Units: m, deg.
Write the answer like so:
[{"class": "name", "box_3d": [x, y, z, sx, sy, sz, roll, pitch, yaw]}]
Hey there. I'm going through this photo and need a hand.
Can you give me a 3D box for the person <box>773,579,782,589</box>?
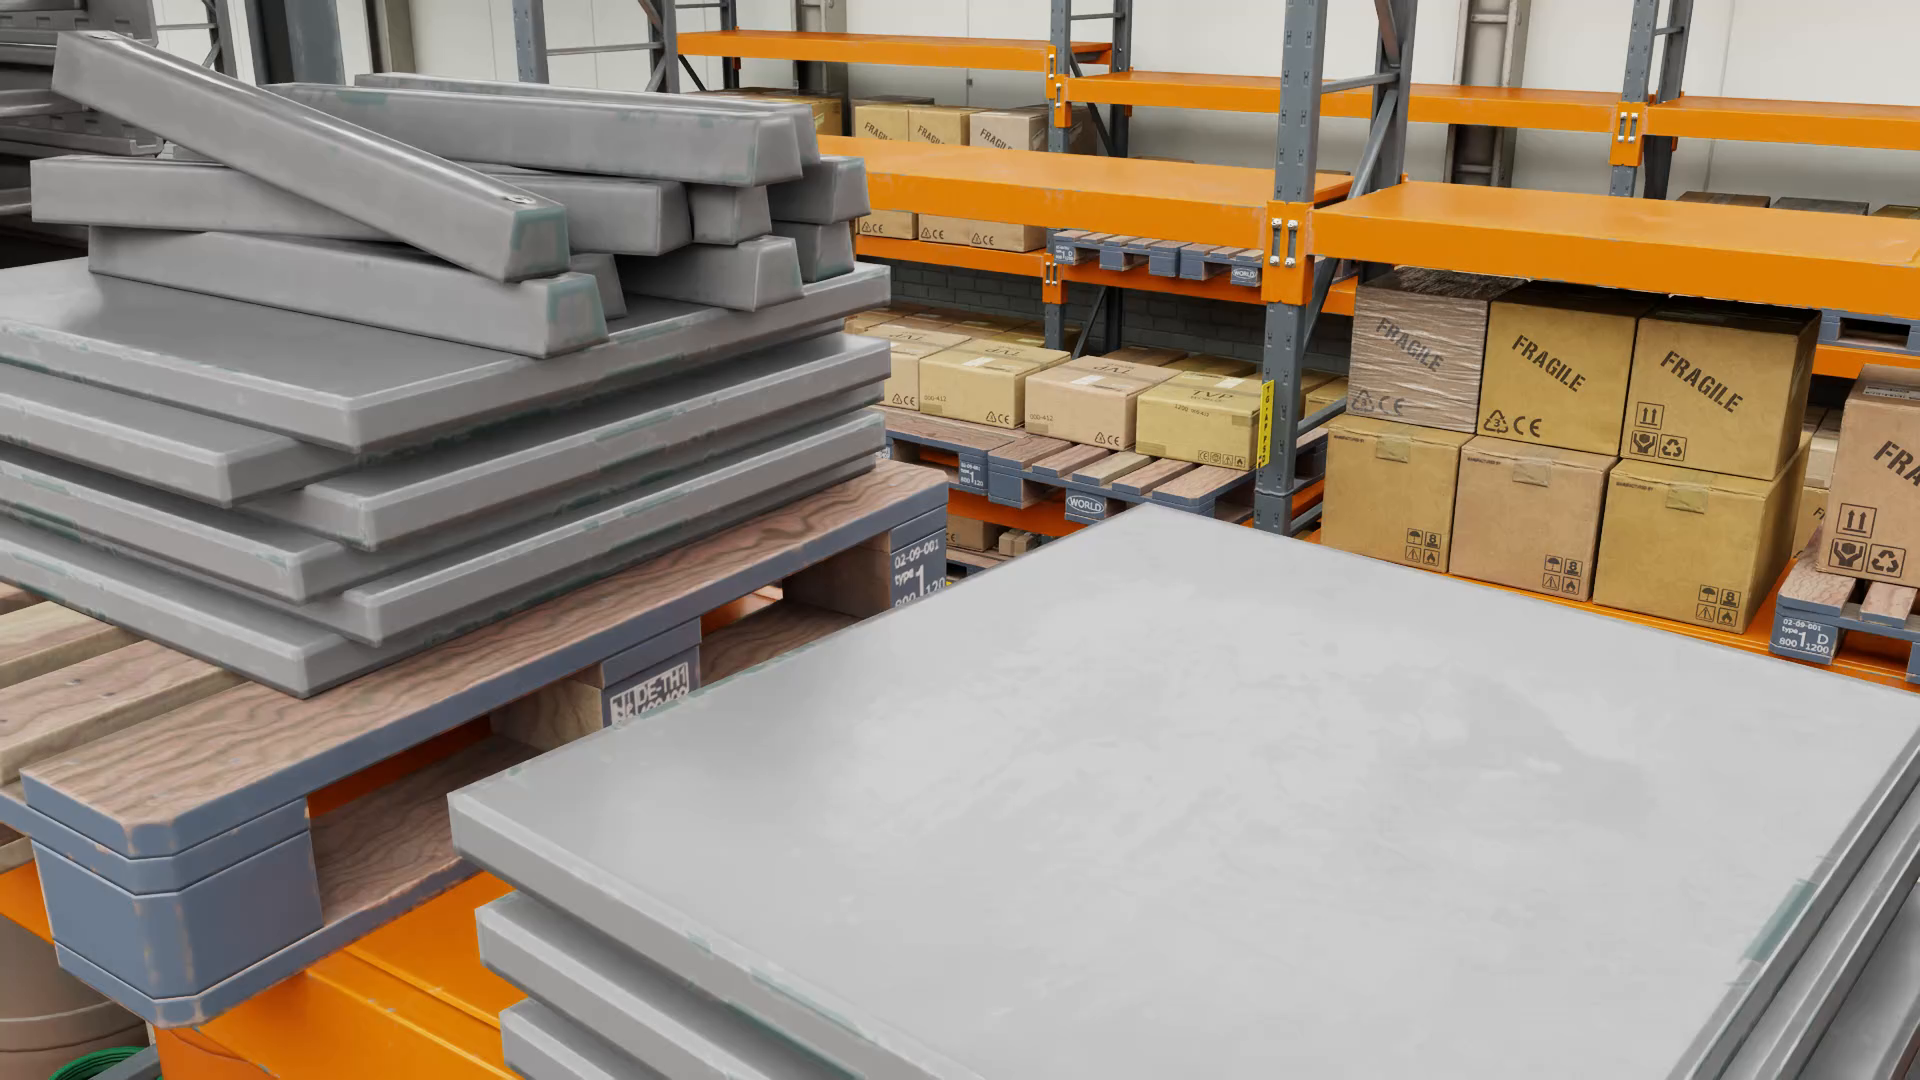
[{"class": "person", "box_3d": [-1.171, 0.029, 12.222, 0.587, 1.721, 0.412, 12, 23, 31]}]
